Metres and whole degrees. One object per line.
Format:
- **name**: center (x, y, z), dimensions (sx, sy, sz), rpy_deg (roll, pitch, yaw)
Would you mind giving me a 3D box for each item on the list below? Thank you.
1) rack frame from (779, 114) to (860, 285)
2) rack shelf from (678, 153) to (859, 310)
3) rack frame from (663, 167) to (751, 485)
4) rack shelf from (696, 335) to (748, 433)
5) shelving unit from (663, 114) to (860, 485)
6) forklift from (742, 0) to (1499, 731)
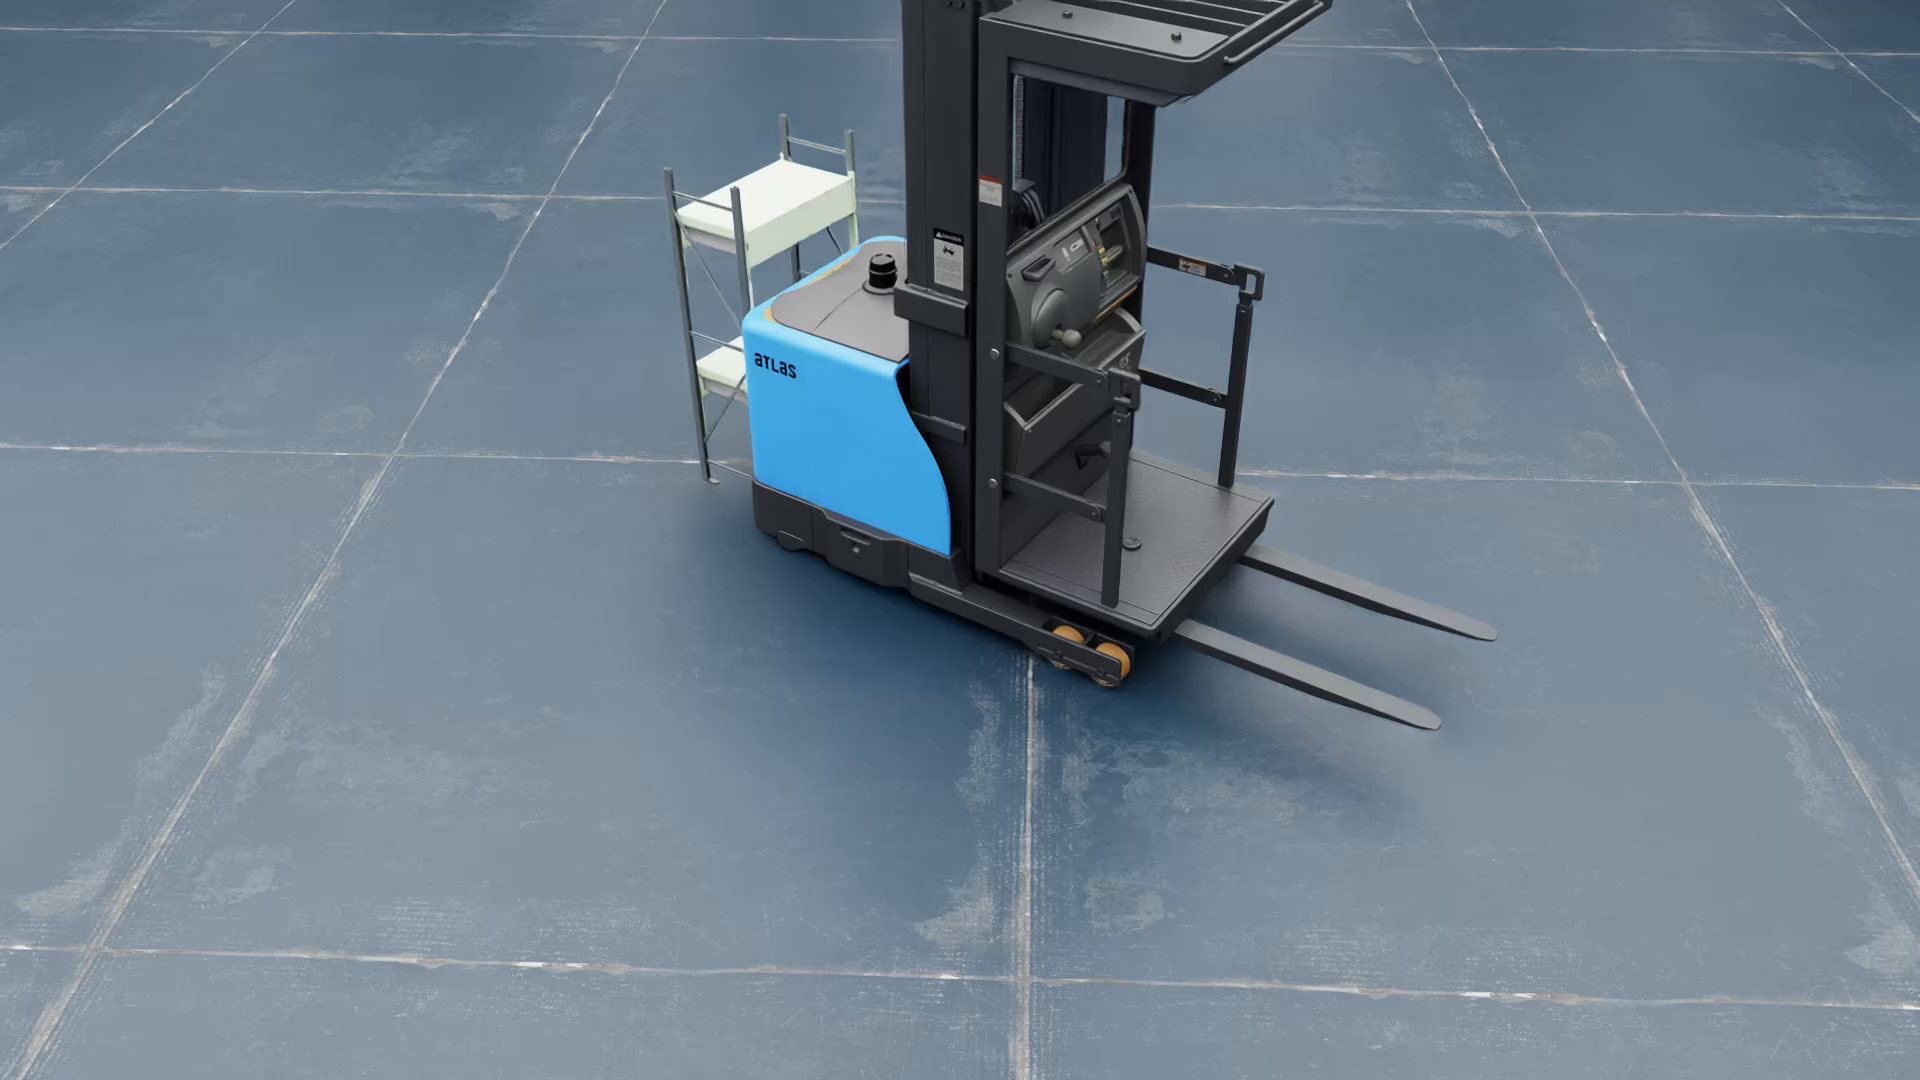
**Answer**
- **rack frame**: center (-0.610, -1.187, 7.624), dimensions (0.400, 1.500, 0.023), rpy_deg (21, 40, 29)
- **rack shelf**: center (-0.829, -1.337, 7.160), dimensions (0.431, 0.370, 0.720), rpy_deg (21, 40, 29)
- **rack frame**: center (-1.032, -0.843, 7.135), dimensions (0.400, 1.500, 0.023), rpy_deg (21, 40, 29)
- **rack shelf**: center (-0.814, -0.745, 7.563), dimensions (0.431, 0.370, 0.720), rpy_deg (21, 40, 29)
- **shelving unit**: center (-0.821, -1.015, 7.379), dimensions (0.431, 1.500, 0.755), rpy_deg (21, 40, 29)
- **forklift**: center (0.616, -0.982, 6.098), dimensions (3.031, 2.935, 1.130), rpy_deg (21, 40, 27)
